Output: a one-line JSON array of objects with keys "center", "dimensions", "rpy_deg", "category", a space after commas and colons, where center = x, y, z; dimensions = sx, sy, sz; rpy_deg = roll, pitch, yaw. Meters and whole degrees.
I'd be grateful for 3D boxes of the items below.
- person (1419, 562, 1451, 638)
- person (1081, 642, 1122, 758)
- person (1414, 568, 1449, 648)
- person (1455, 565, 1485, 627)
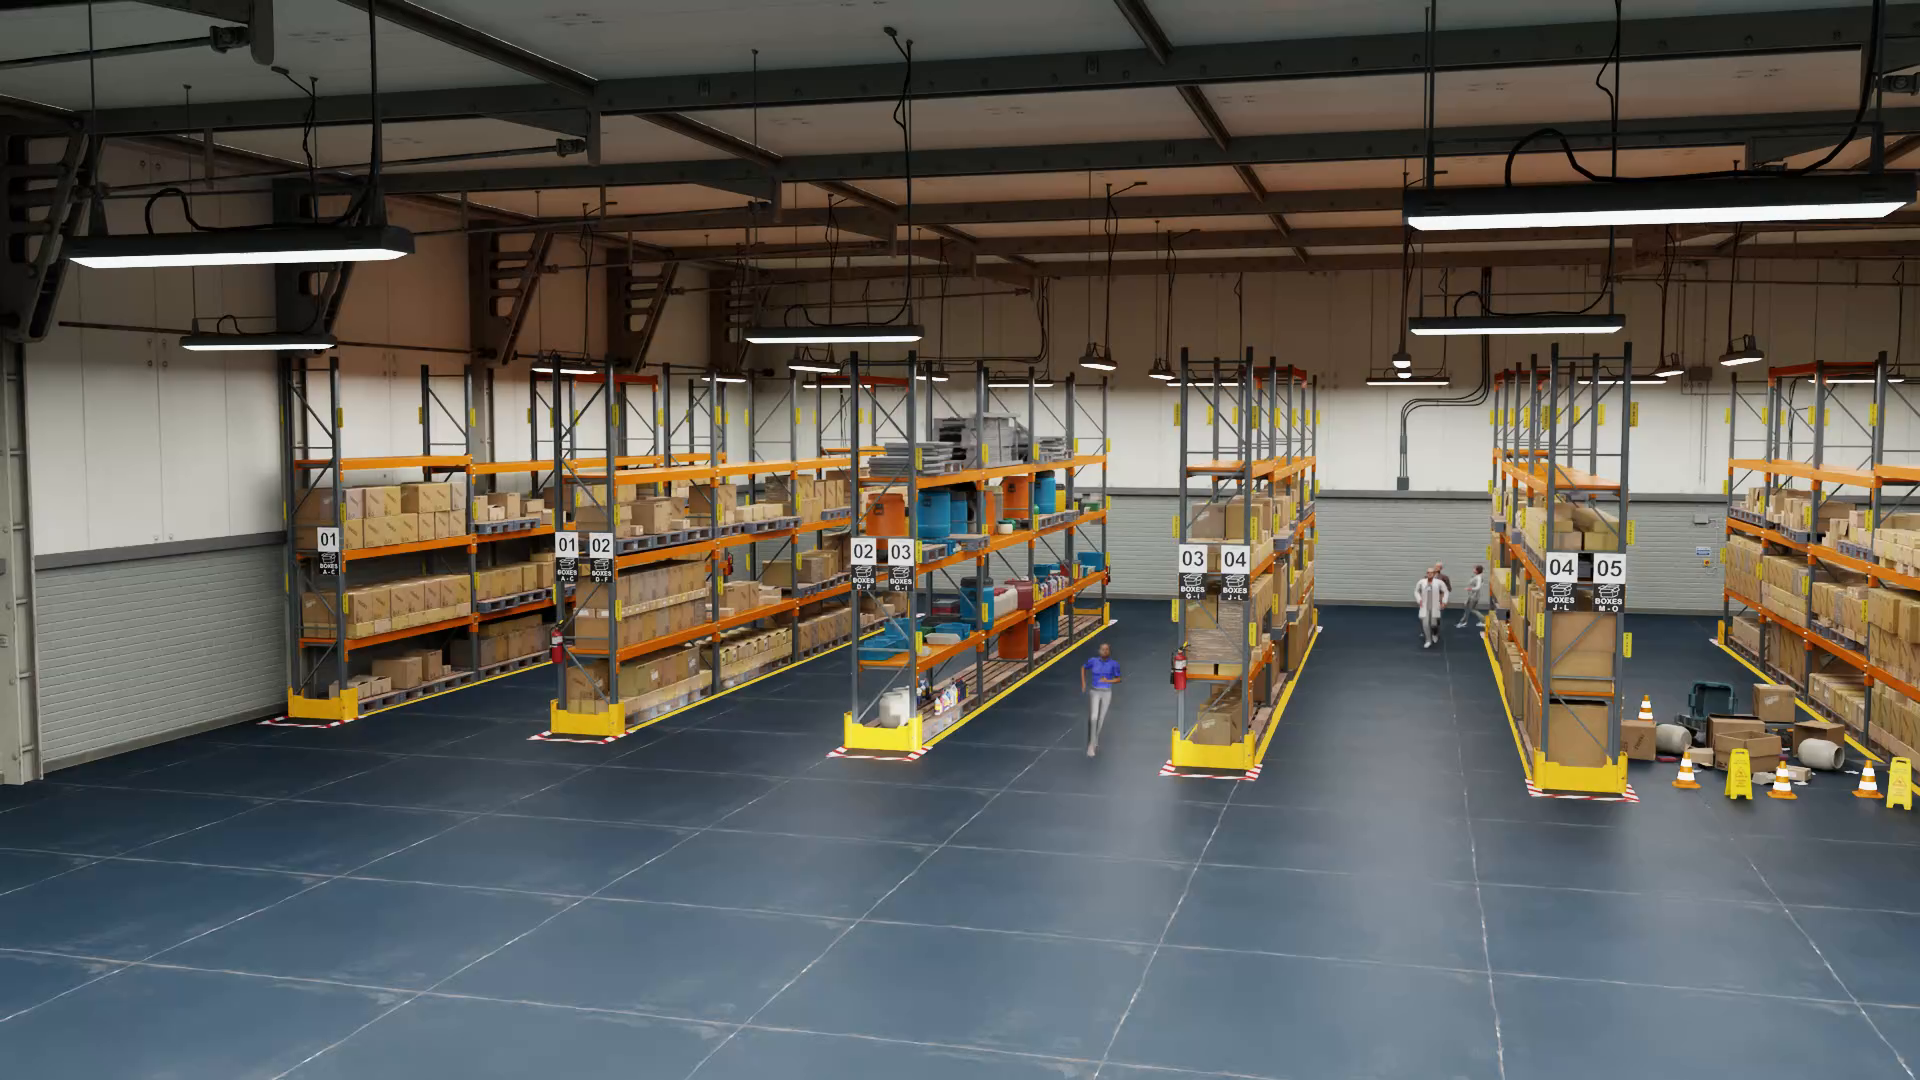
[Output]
[{"center": [10.792, 1.368, 37.958], "dimensions": [0.607, 1.730, 0.770], "rpy_deg": [-4, 6, -43], "category": "person"}, {"center": [2.115, 2.409, 24.873], "dimensions": [0.575, 1.612, 0.760], "rpy_deg": [0, 4, -4], "category": "person"}, {"center": [10.298, 1.517, 36.373], "dimensions": [0.731, 1.651, 0.666], "rpy_deg": [2, 4, 21], "category": "person"}, {"center": [12.110, 1.348, 39.326], "dimensions": [0.734, 1.532, 0.654], "rpy_deg": [1, 4, 16], "category": "person"}]
